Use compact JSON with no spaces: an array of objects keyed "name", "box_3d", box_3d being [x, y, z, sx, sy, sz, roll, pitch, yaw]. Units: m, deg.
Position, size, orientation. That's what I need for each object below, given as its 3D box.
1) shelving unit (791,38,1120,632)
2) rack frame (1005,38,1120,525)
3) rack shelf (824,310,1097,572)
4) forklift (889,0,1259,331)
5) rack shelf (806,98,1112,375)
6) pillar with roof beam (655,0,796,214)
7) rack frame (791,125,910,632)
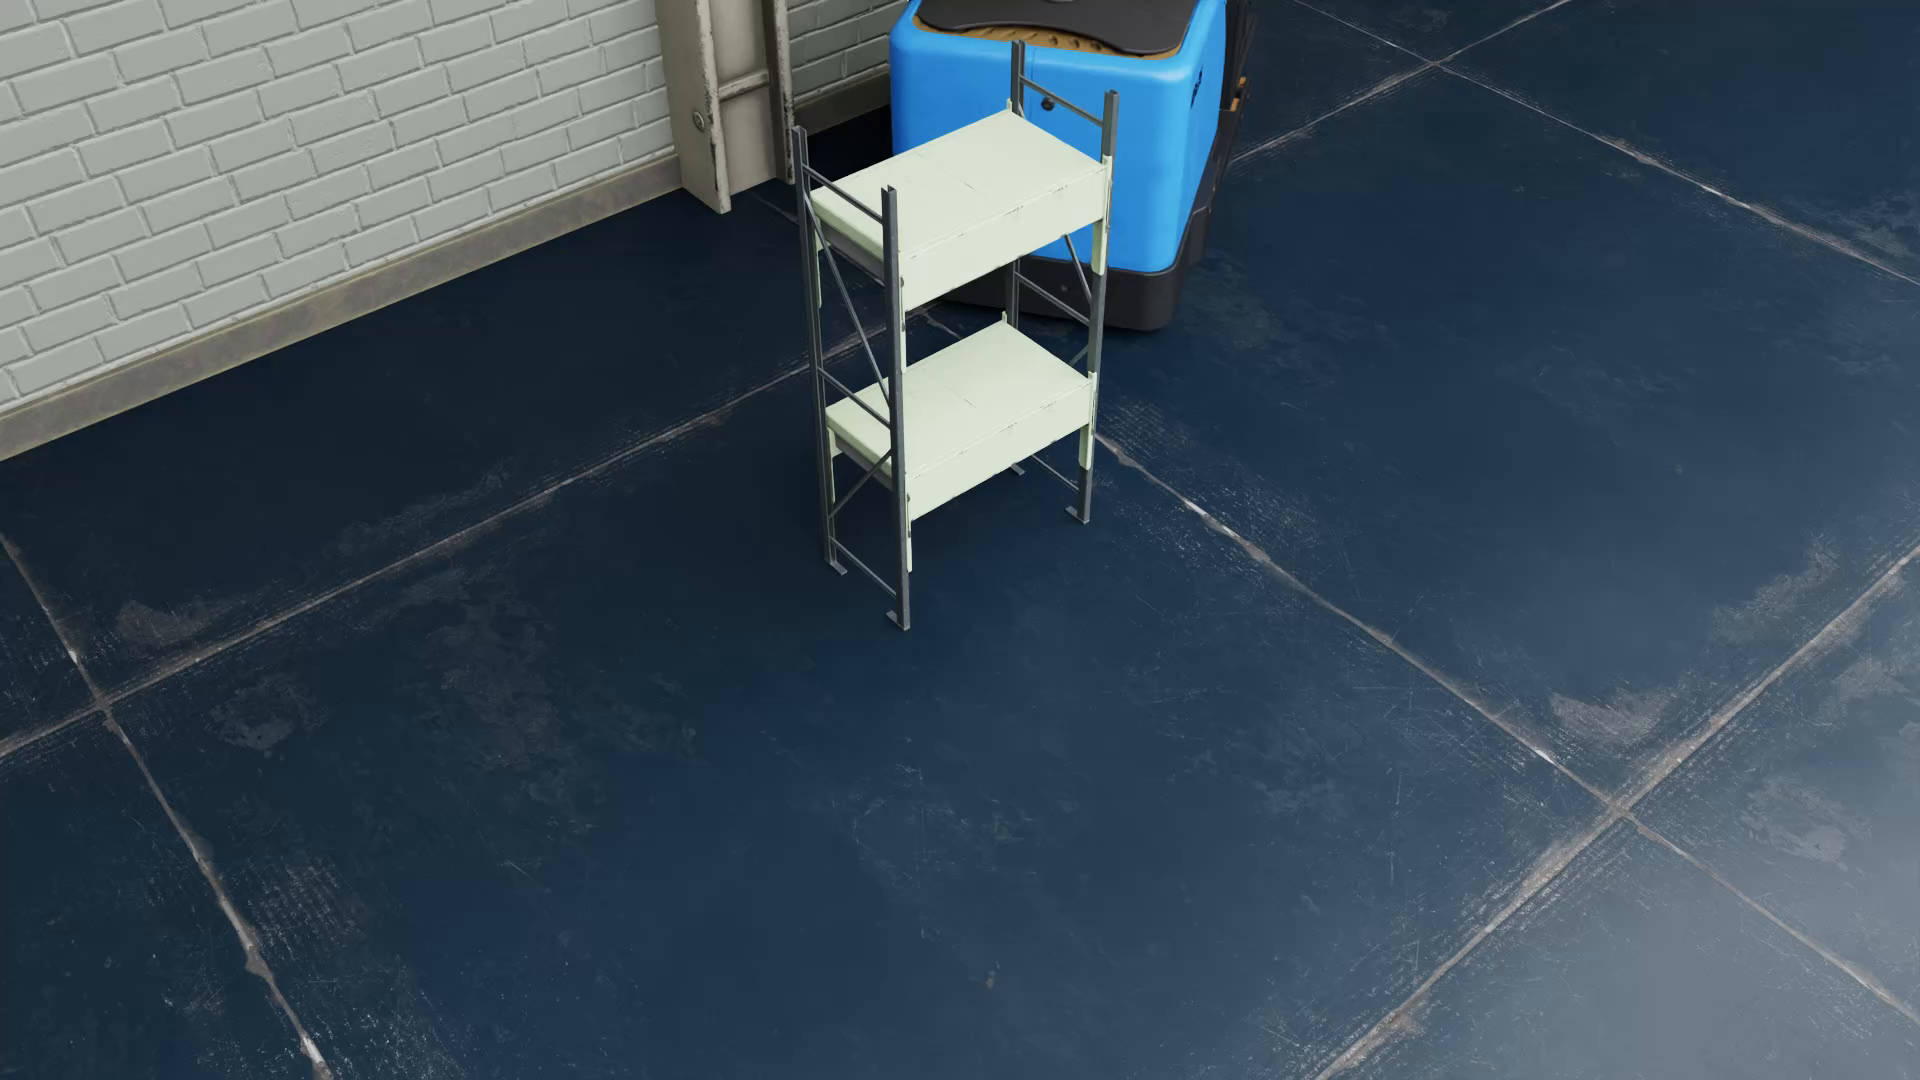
[{"name":"shelving unit","box_3d":[-0.005,-0.544,4.733,0.755,1.500,0.431,-30,51,-28]},{"name":"rack frame","box_3d":[0.276,-0.705,4.905,0.023,1.500,0.400,-30,51,-28]},{"name":"rack shelf","box_3d":[-0.005,-0.306,4.957,0.720,0.370,0.431,-30,51,-28]},{"name":"forklift","box_3d":[0.632,-2.840,6.133,1.130,2.935,3.031,11,44,11]},{"name":"rack shelf","box_3d":[-0.005,-0.828,4.466,0.720,0.370,0.431,-30,51,-28]},{"name":"pillar with roof beam","box_3d":[1.859,-2.487,1.325,0.400,9.000,9.100,-30,51,-28]},{"name":"rack frame","box_3d":[-0.286,-0.383,4.562,0.023,1.500,0.400,-30,51,-28]}]
